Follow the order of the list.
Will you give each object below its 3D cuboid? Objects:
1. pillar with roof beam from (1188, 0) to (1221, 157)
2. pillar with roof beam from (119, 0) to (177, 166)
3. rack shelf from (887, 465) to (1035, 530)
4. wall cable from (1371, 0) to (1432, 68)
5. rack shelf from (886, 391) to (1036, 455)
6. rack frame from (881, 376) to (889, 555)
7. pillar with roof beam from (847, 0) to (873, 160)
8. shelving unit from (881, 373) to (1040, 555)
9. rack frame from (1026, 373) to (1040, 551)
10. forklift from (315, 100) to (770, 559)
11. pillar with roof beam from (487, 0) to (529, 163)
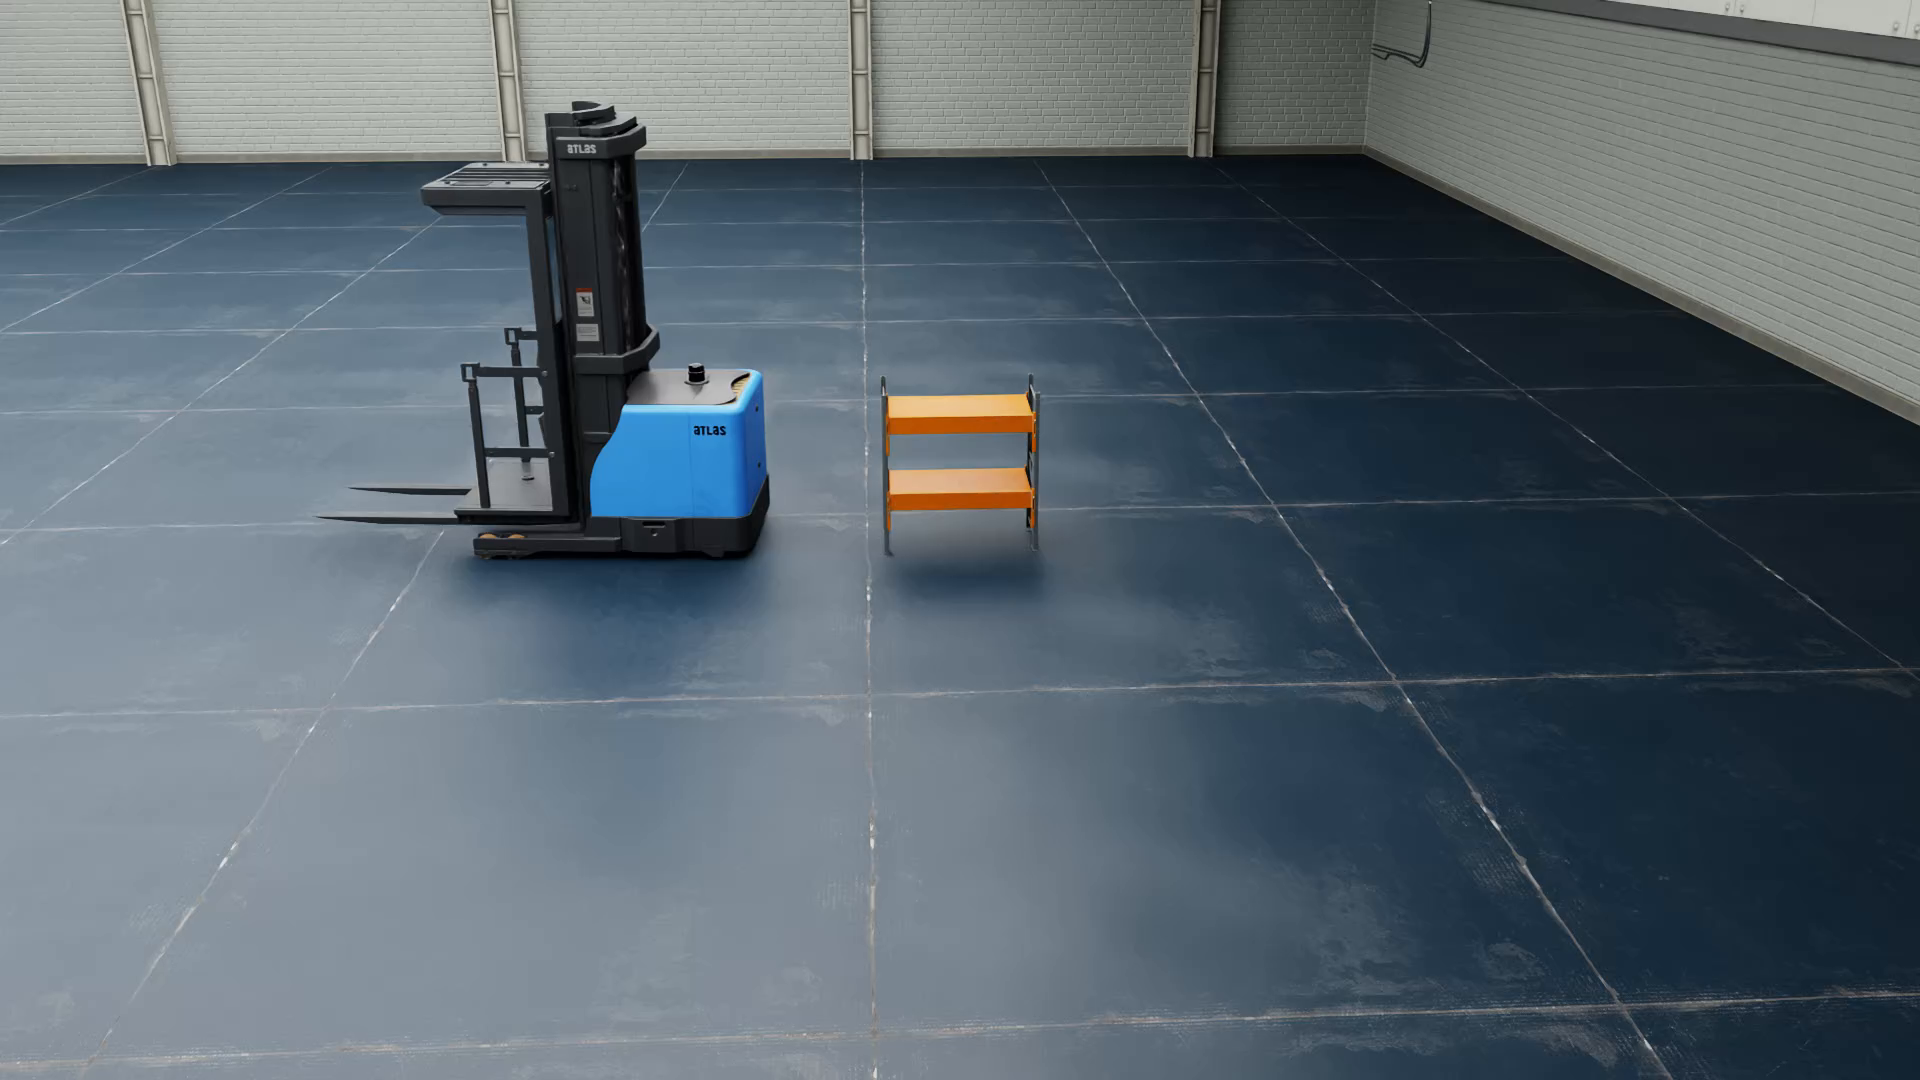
[{"bbox_3d":[4.512,-9.501,23.929,0.400,9.000,9.100,-1,21,-3],"label":"pillar with roof beam"},{"bbox_3d":[-13.459,-9.136,22.969,0.400,9.000,9.100,-1,21,-3],"label":"pillar with roof beam"},{"bbox_3d":[-0.007,-0.297,11.507,1.000,0.278,0.538,-1,21,-3],"label":"rack shelf"},{"bbox_3d":[7.282,-9.169,27.422,0.112,2.526,3.097,-1,21,-3],"label":"wall cable"},{"bbox_3d":[-0.007,-0.799,11.316,1.000,0.278,0.538,-1,21,-3],"label":"rack shelf"},{"bbox_3d":[-0.514,-0.515,11.393,0.032,1.125,0.500,-1,21,-3],"label":"rack frame"},{"bbox_3d":[-1.479,-9.379,23.609,0.400,9.000,9.100,-1,21,-3],"label":"pillar with roof beam"},{"bbox_3d":[-0.007,-0.526,11.420,1.048,1.125,0.538,-1,21,-3],"label":"shelving unit"},{"bbox_3d":[0.501,-0.536,11.448,0.032,1.125,0.500,-1,21,-3],"label":"rack frame"},{"bbox_3d":[-2.910,-1.426,11.248,3.031,2.935,1.130,1,21,2],"label":"forklift"},{"bbox_3d":[-7.469,-9.258,23.289,0.400,9.000,9.100,-1,21,-3],"label":"pillar with roof beam"}]
